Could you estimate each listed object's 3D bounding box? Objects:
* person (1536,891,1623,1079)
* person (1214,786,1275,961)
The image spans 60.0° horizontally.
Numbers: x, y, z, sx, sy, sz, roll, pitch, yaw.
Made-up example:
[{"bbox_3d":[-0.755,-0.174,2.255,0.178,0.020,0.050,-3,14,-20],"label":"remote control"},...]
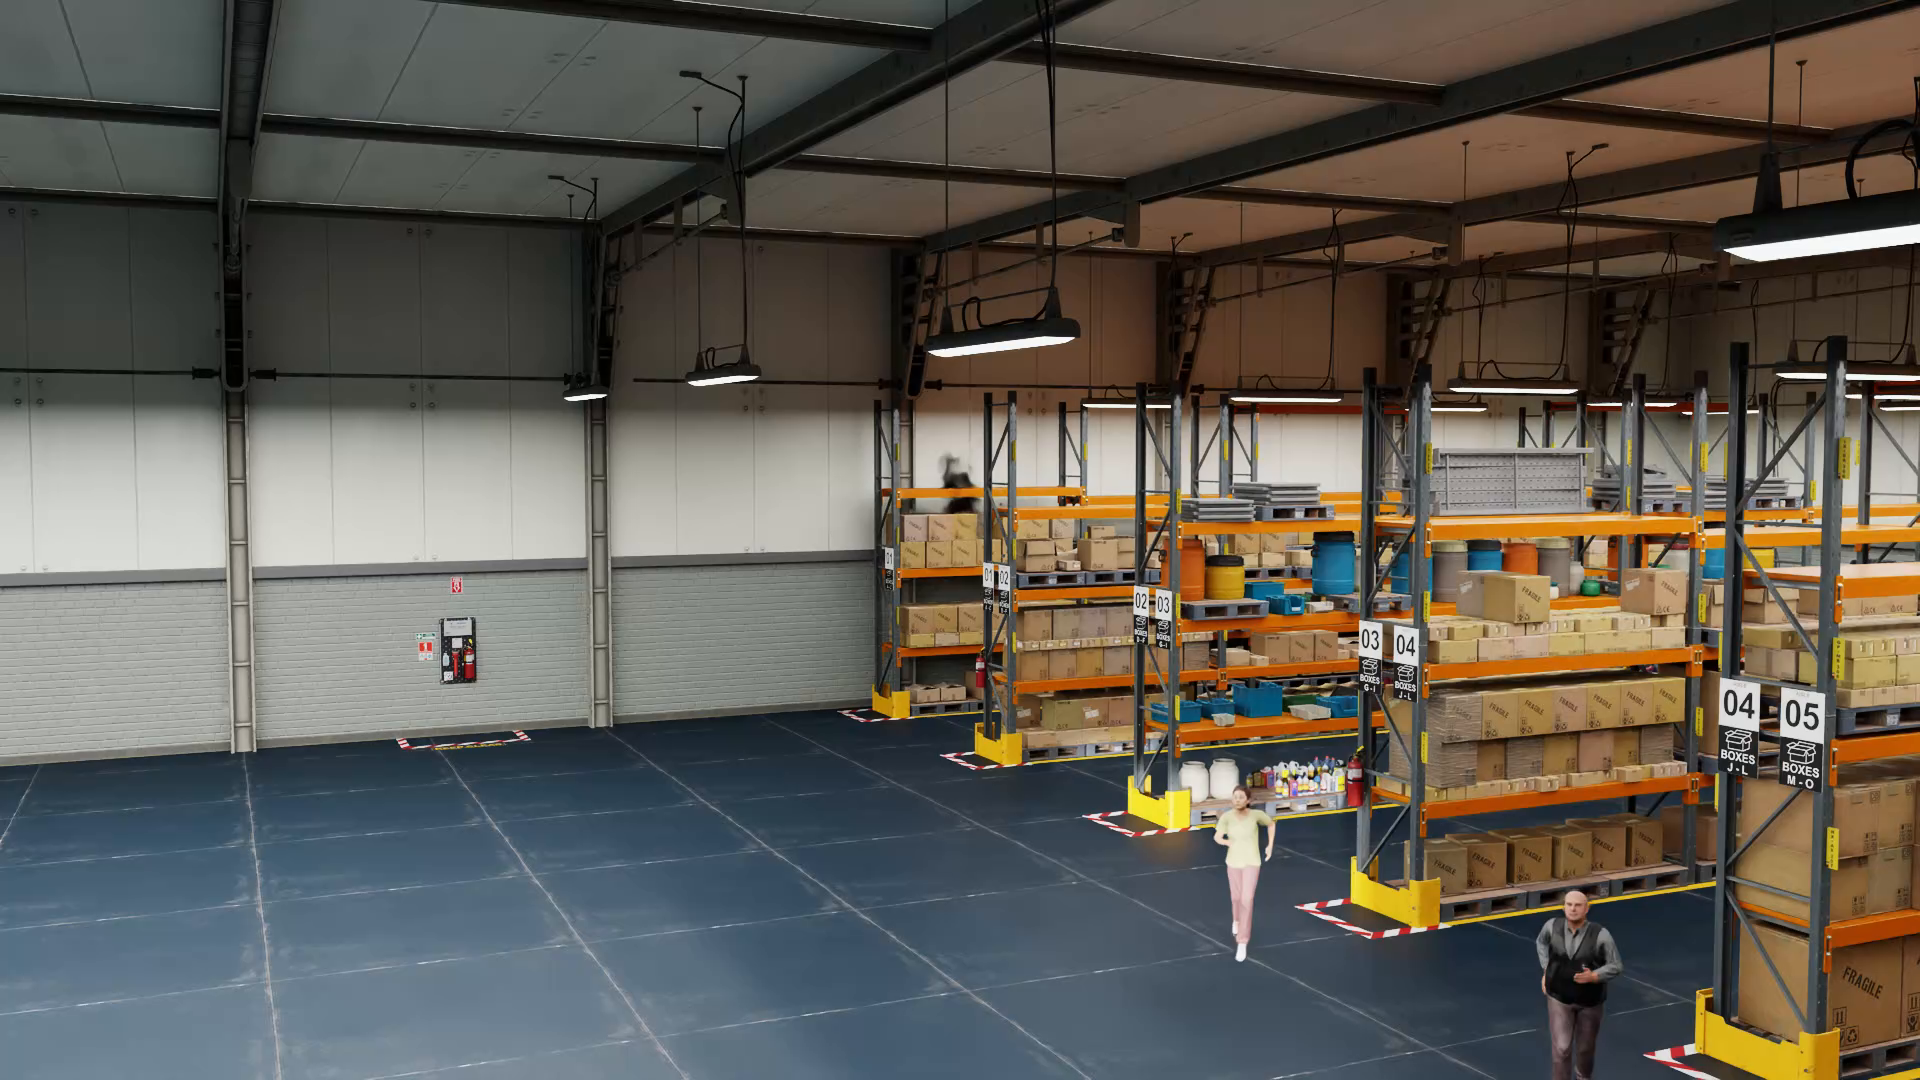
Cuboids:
[{"bbox_3d":[4.723,3.539,12.725,0.652,1.746,0.848,2,4,26],"label":"person"},{"bbox_3d":[2.907,3.340,17.004,0.582,1.708,0.914,1,4,21],"label":"person"}]
